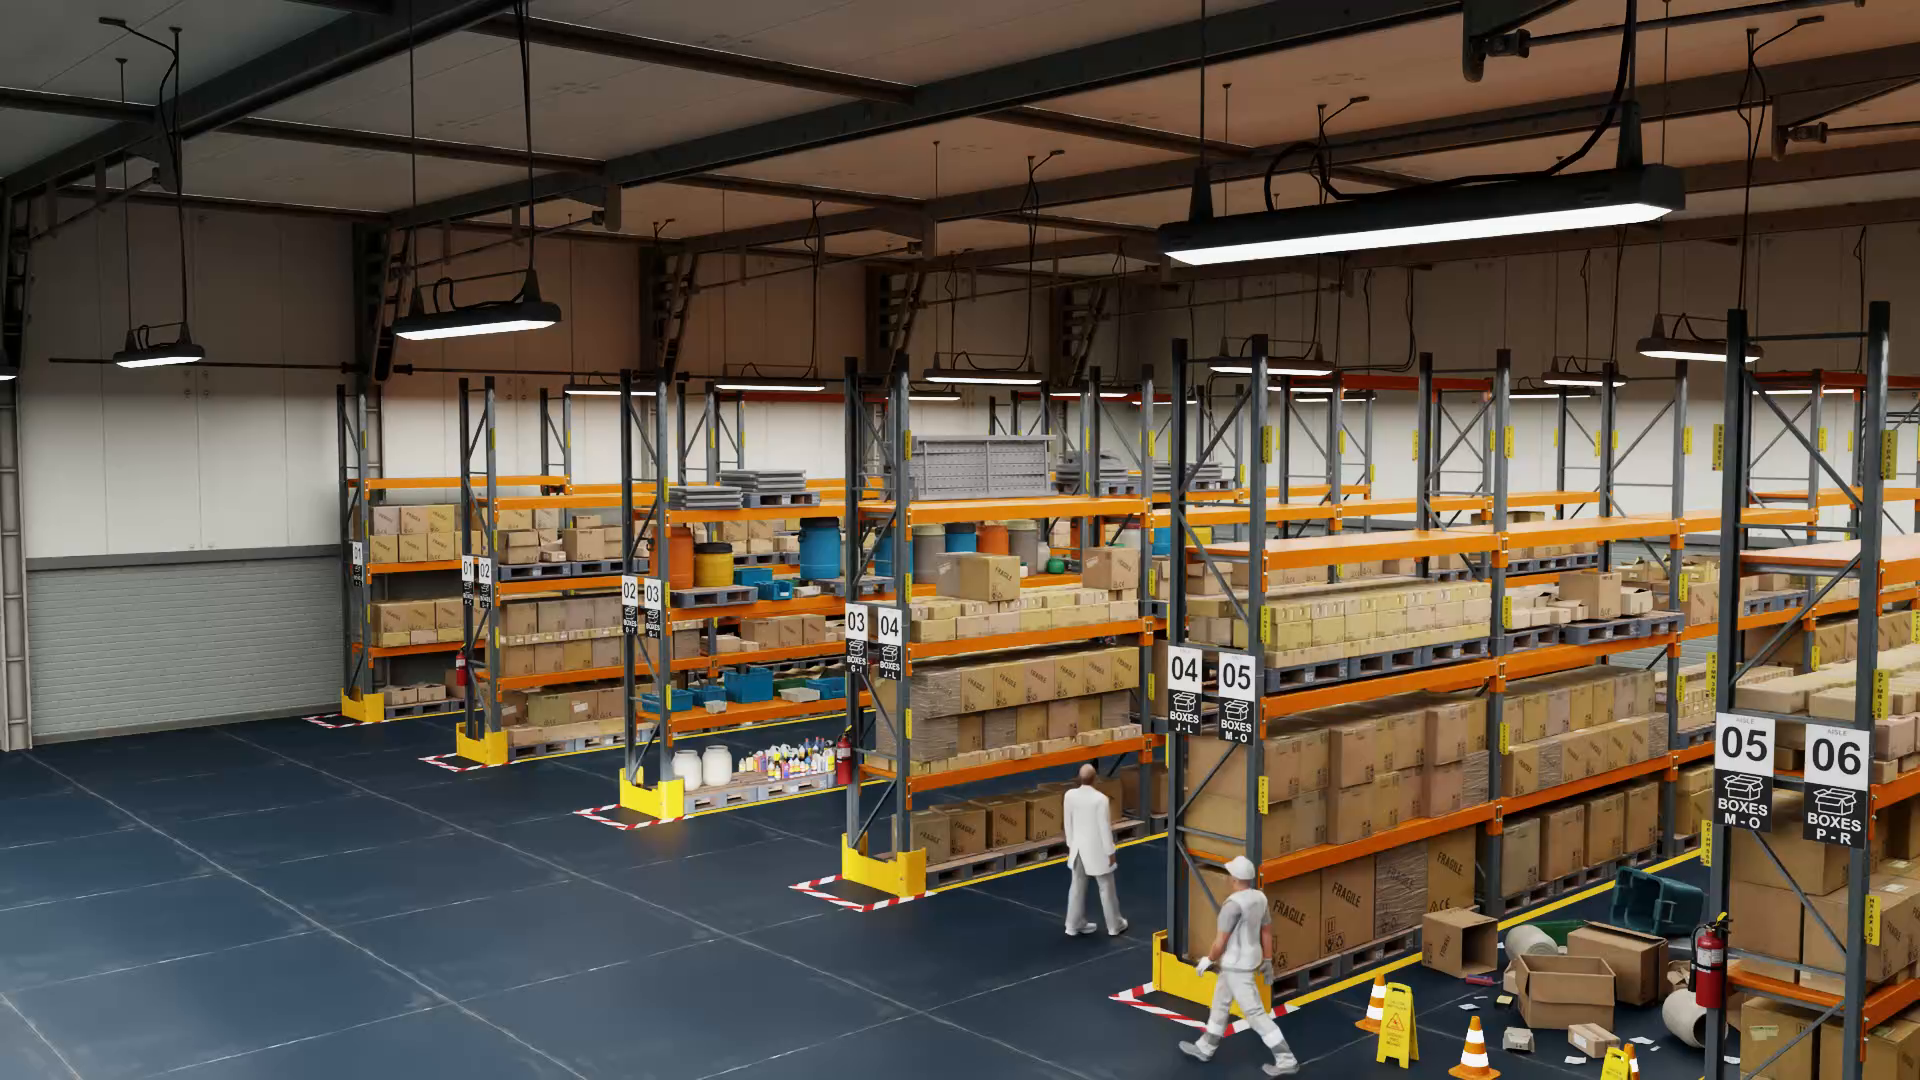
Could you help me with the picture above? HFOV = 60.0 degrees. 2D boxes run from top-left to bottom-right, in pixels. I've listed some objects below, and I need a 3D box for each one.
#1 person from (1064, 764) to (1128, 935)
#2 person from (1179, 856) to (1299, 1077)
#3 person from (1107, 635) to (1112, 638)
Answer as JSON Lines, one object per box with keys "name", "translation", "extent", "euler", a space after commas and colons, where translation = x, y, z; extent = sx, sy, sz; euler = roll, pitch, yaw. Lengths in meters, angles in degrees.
{"name": "person", "translation": [1.444, 3.161, 17.071], "extent": [0.666, 1.776, 0.577], "euler": [-3, 5, -35]}
{"name": "person", "translation": [2.227, 3.410, 13.356], "extent": [1.057, 1.756, 0.501], "euler": [2, 4, 25]}
{"name": "person", "translation": [3.676, 1.795, 39.347], "extent": [0.524, 1.585, 0.577], "euler": [-3, 5, -36]}
